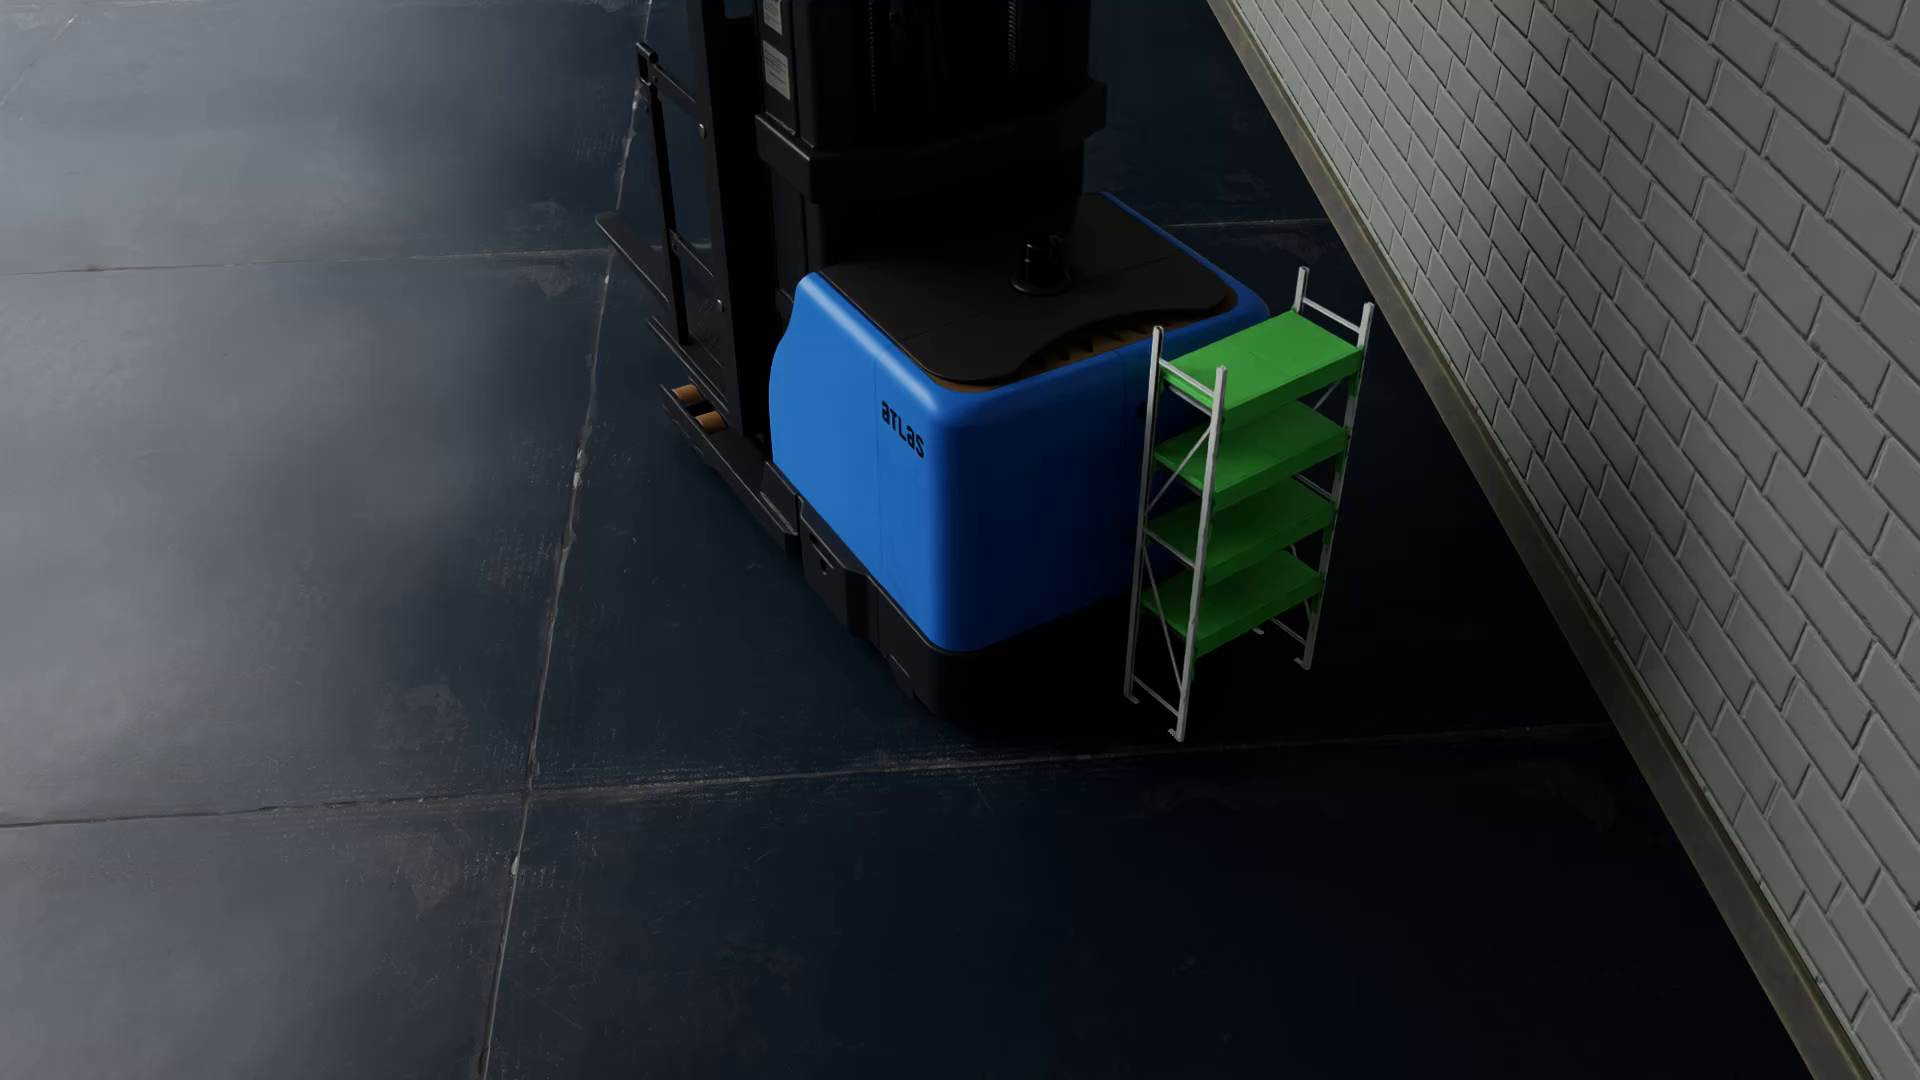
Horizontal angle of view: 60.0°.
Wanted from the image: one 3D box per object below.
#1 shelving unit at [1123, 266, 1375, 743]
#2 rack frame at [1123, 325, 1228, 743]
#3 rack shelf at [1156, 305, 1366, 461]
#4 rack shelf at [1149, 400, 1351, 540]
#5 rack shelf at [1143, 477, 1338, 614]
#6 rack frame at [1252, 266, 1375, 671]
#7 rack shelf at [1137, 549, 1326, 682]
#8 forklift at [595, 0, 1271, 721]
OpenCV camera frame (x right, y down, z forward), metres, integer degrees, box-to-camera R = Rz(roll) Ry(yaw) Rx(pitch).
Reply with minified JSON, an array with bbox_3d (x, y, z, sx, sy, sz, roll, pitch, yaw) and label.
[{"bbox_3d":[0.734,-0.068,4.368,0.503,1.200,0.258,-25,44,-28],"label":"shelving unit"},{"bbox_3d":[0.538,0.022,4.254,0.015,1.200,0.240,-25,44,-28],"label":"rack frame"},{"bbox_3d":[0.734,-0.395,4.110,0.480,0.148,0.258,-25,44,-28],"label":"rack shelf"},{"bbox_3d":[0.734,-0.206,4.258,0.480,0.148,0.258,-25,44,-28],"label":"rack shelf"},{"bbox_3d":[0.734,-0.018,4.407,0.480,0.148,0.258,-25,44,-28],"label":"rack shelf"},{"bbox_3d":[0.931,-0.158,4.481,0.015,1.200,0.240,-25,44,-28],"label":"rack frame"},{"bbox_3d":[0.734,0.171,4.556,0.480,0.148,0.258,-25,44,-28],"label":"rack shelf"},{"bbox_3d":[-0.362,-1.548,4.846,1.130,2.935,3.031,-20,43,-24],"label":"forklift"}]
